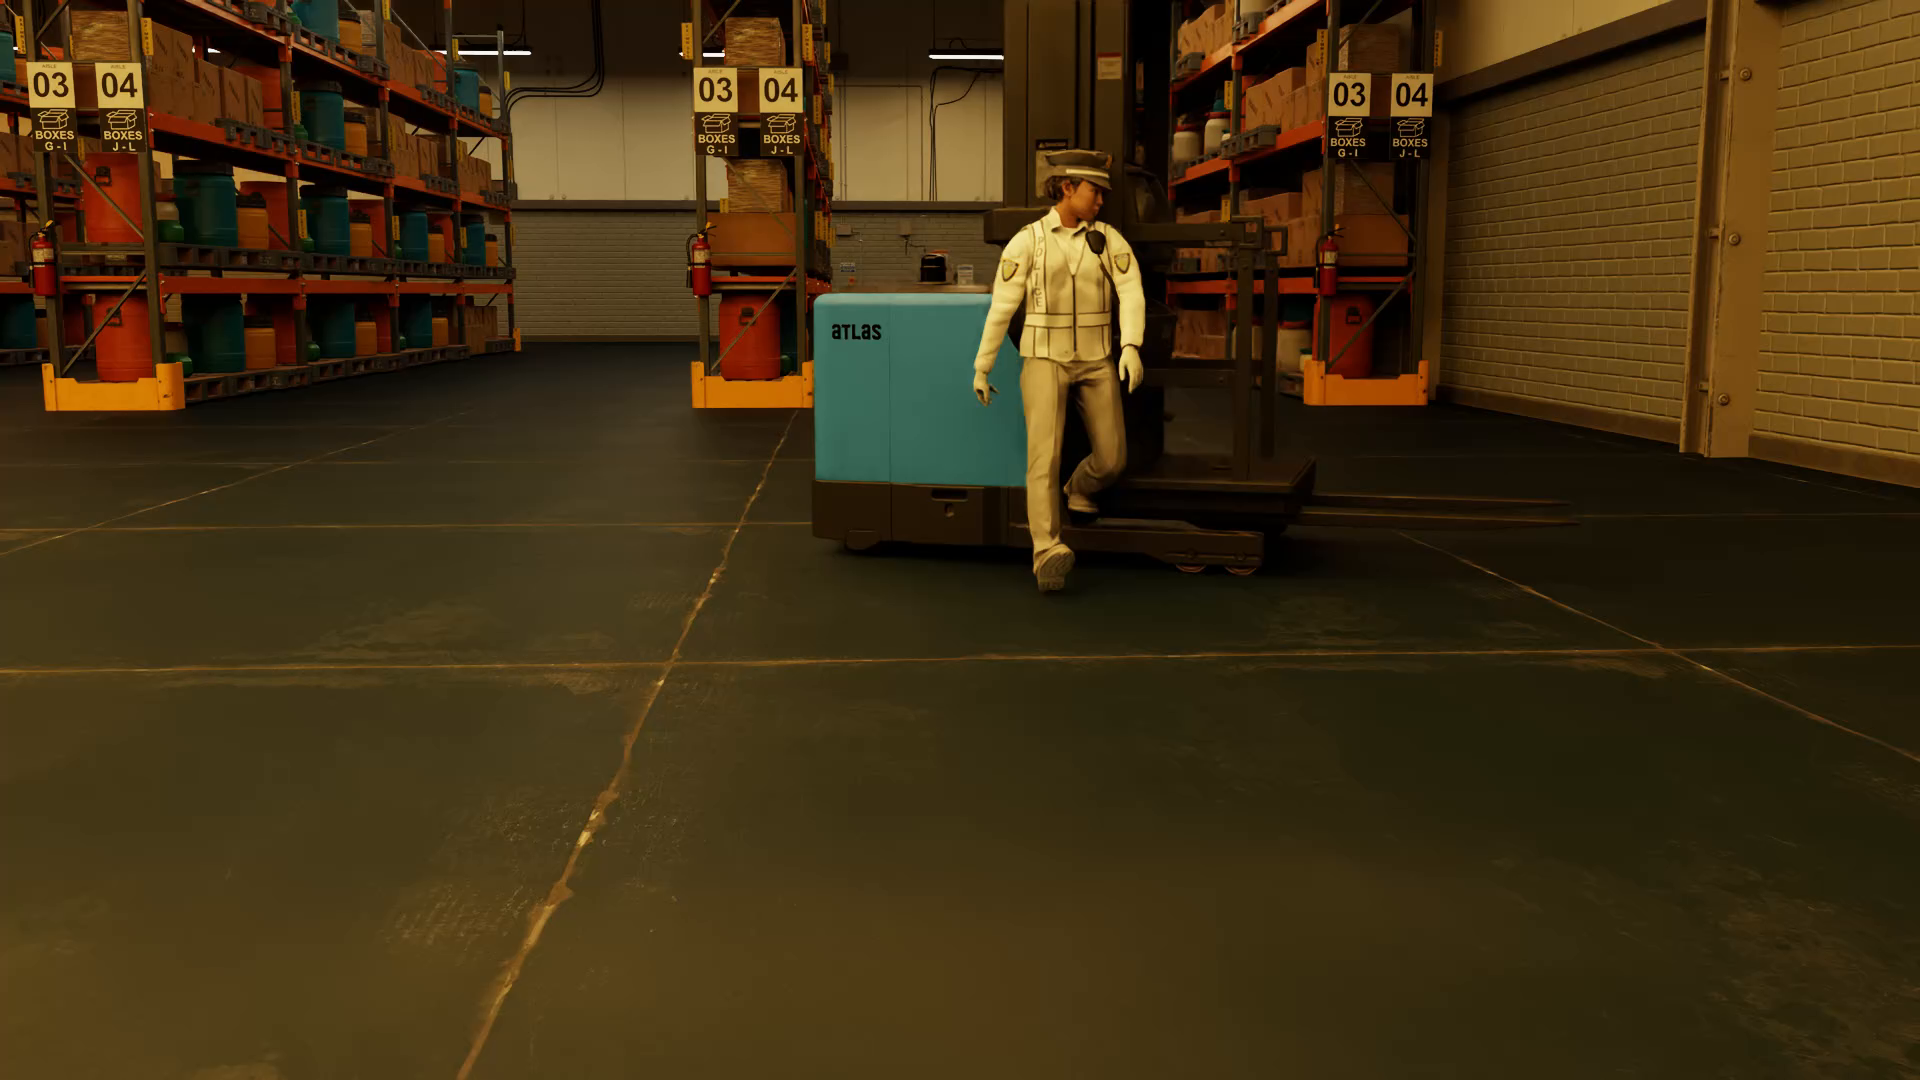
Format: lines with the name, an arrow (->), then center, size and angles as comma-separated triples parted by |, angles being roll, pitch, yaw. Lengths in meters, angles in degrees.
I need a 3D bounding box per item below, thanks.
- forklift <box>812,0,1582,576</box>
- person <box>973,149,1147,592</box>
forklift -> 0.959, -1.400, 6.760 | 3.031, 2.935, 1.130 | 2, 9, 16
person -> 0.377, -0.635, 6.173 | 0.603, 1.603, 0.873 | -2, 9, -11
